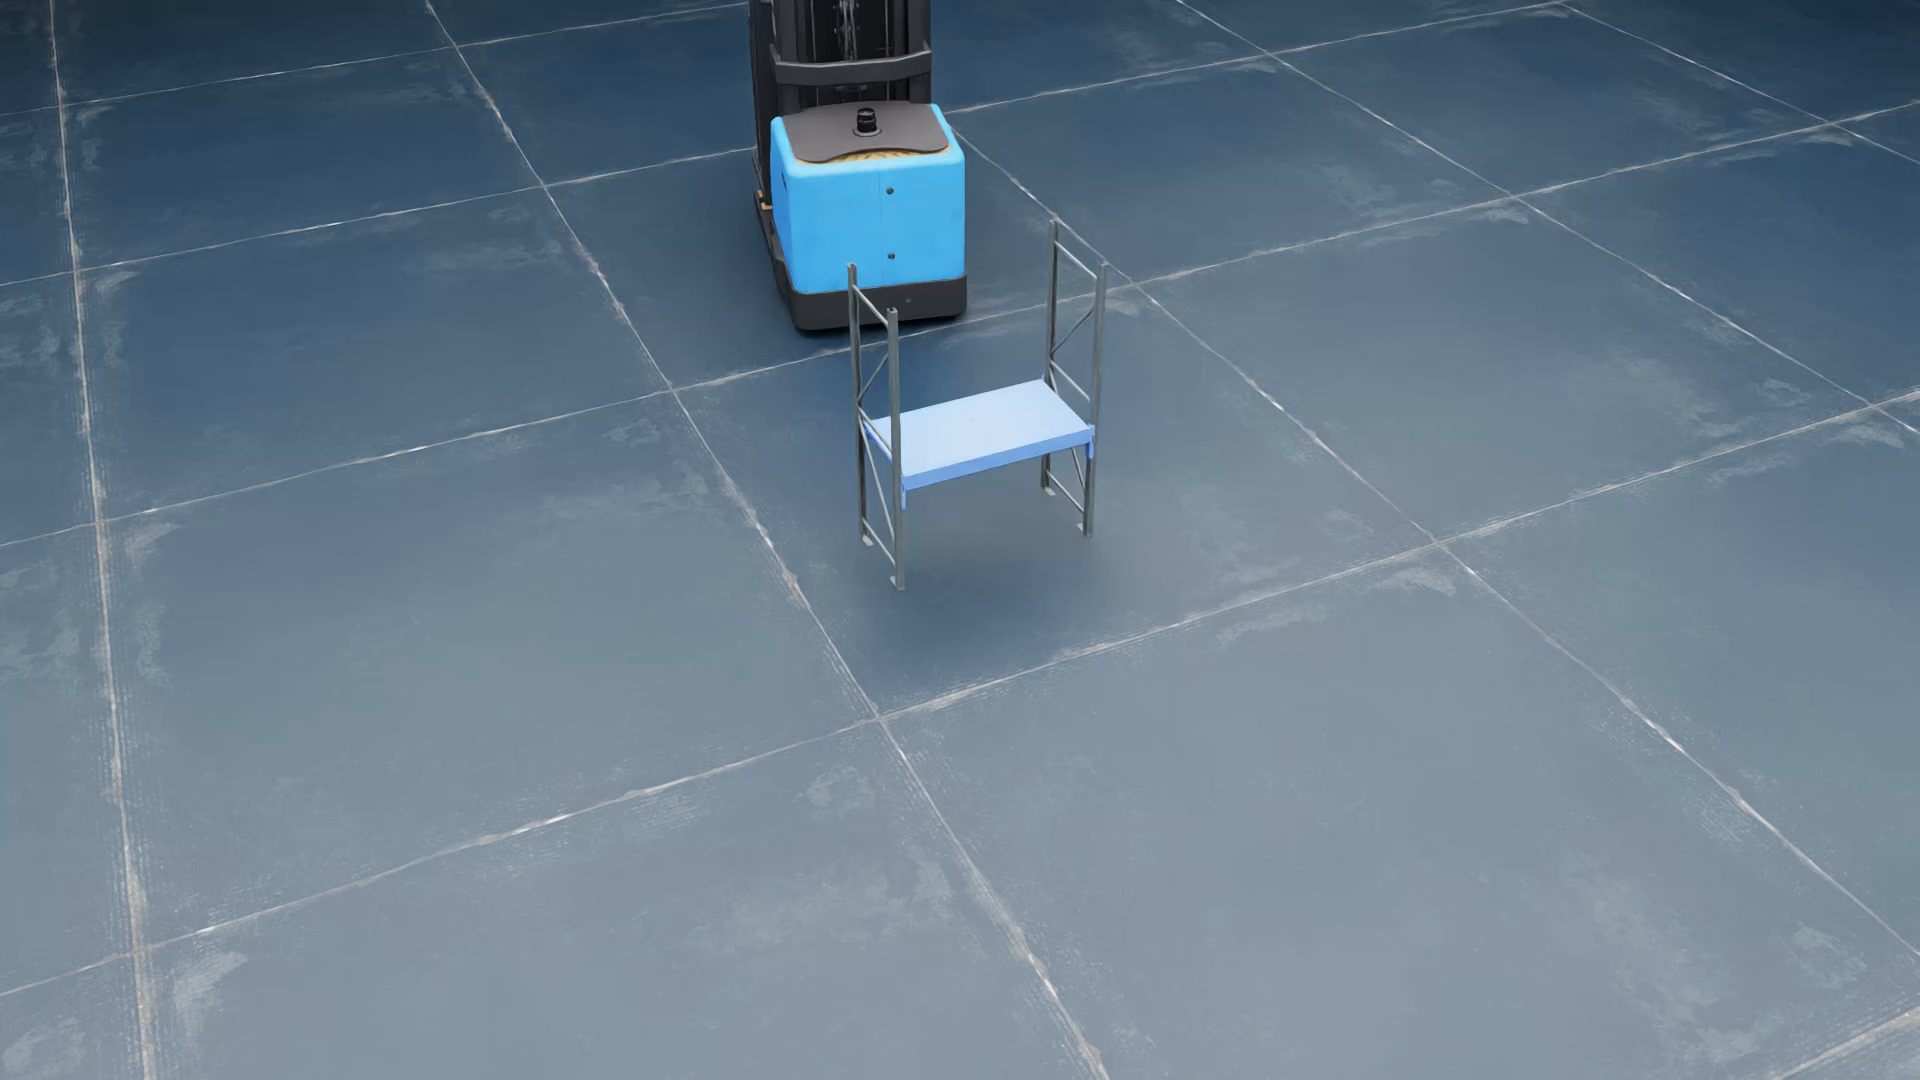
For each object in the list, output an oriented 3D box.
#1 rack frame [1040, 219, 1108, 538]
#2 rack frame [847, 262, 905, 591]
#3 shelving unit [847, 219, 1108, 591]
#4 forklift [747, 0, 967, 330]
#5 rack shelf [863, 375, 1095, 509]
[{"bbox_3d":[0.537,-0.753,8.006,0.032,1.500,0.500,-16,39,-20],"label":"rack frame"},{"bbox_3d":[-0.383,-0.495,7.659,0.032,1.500,0.500,-16,39,-20],"label":"rack frame"},{"bbox_3d":[0.077,-0.624,7.832,1.048,1.500,0.538,-16,39,-20],"label":"shelving unit"},{"bbox_3d":[-0.772,-3.291,10.226,1.130,2.935,3.031,-7,37,-10],"label":"forklift"},{"bbox_3d":[0.077,-0.480,7.939,1.000,0.185,0.538,-16,39,-20],"label":"rack shelf"}]
